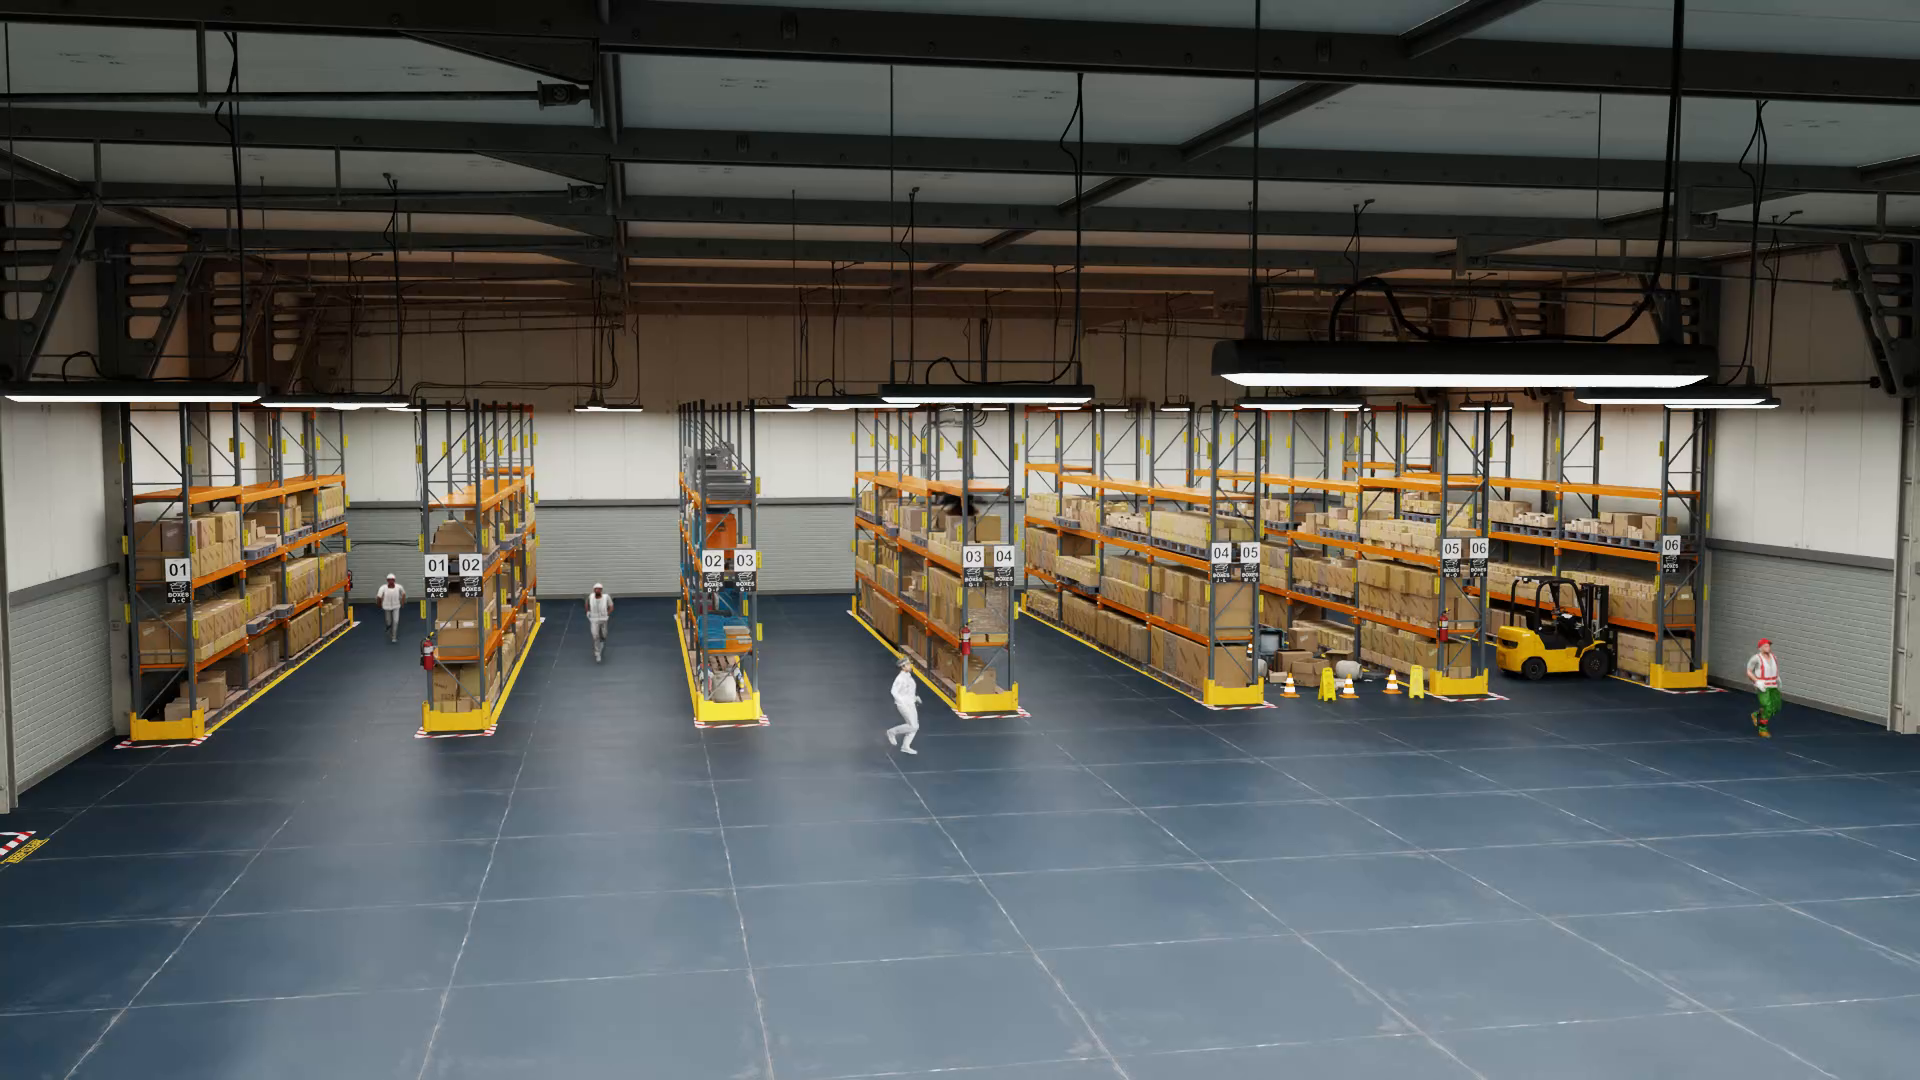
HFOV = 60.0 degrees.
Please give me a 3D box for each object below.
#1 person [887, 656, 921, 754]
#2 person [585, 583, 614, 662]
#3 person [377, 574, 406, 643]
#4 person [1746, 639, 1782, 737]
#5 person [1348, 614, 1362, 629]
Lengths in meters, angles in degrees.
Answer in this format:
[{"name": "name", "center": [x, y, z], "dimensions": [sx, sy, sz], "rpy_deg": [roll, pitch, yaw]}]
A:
[{"name": "person", "center": [-0.947, 2.786, 28.141], "dimensions": [0.551, 1.659, 0.624], "rpy_deg": [1, 4, 17]}, {"name": "person", "center": [-8.462, 1.906, 39.061], "dimensions": [0.650, 1.797, 1.144], "rpy_deg": [-1, 4, -16]}, {"name": "person", "center": [-14.311, 1.706, 41.891], "dimensions": [0.688, 1.722, 0.695], "rpy_deg": [-2, 5, -23]}, {"name": "person", "center": [14.322, 2.621, 29.630], "dimensions": [0.654, 1.748, 0.563], "rpy_deg": [-1, 4, -15]}, {"name": "person", "center": [10.174, 1.692, 42.561], "dimensions": [0.621, 1.670, 0.515], "rpy_deg": [-1, 4, -14]}]
